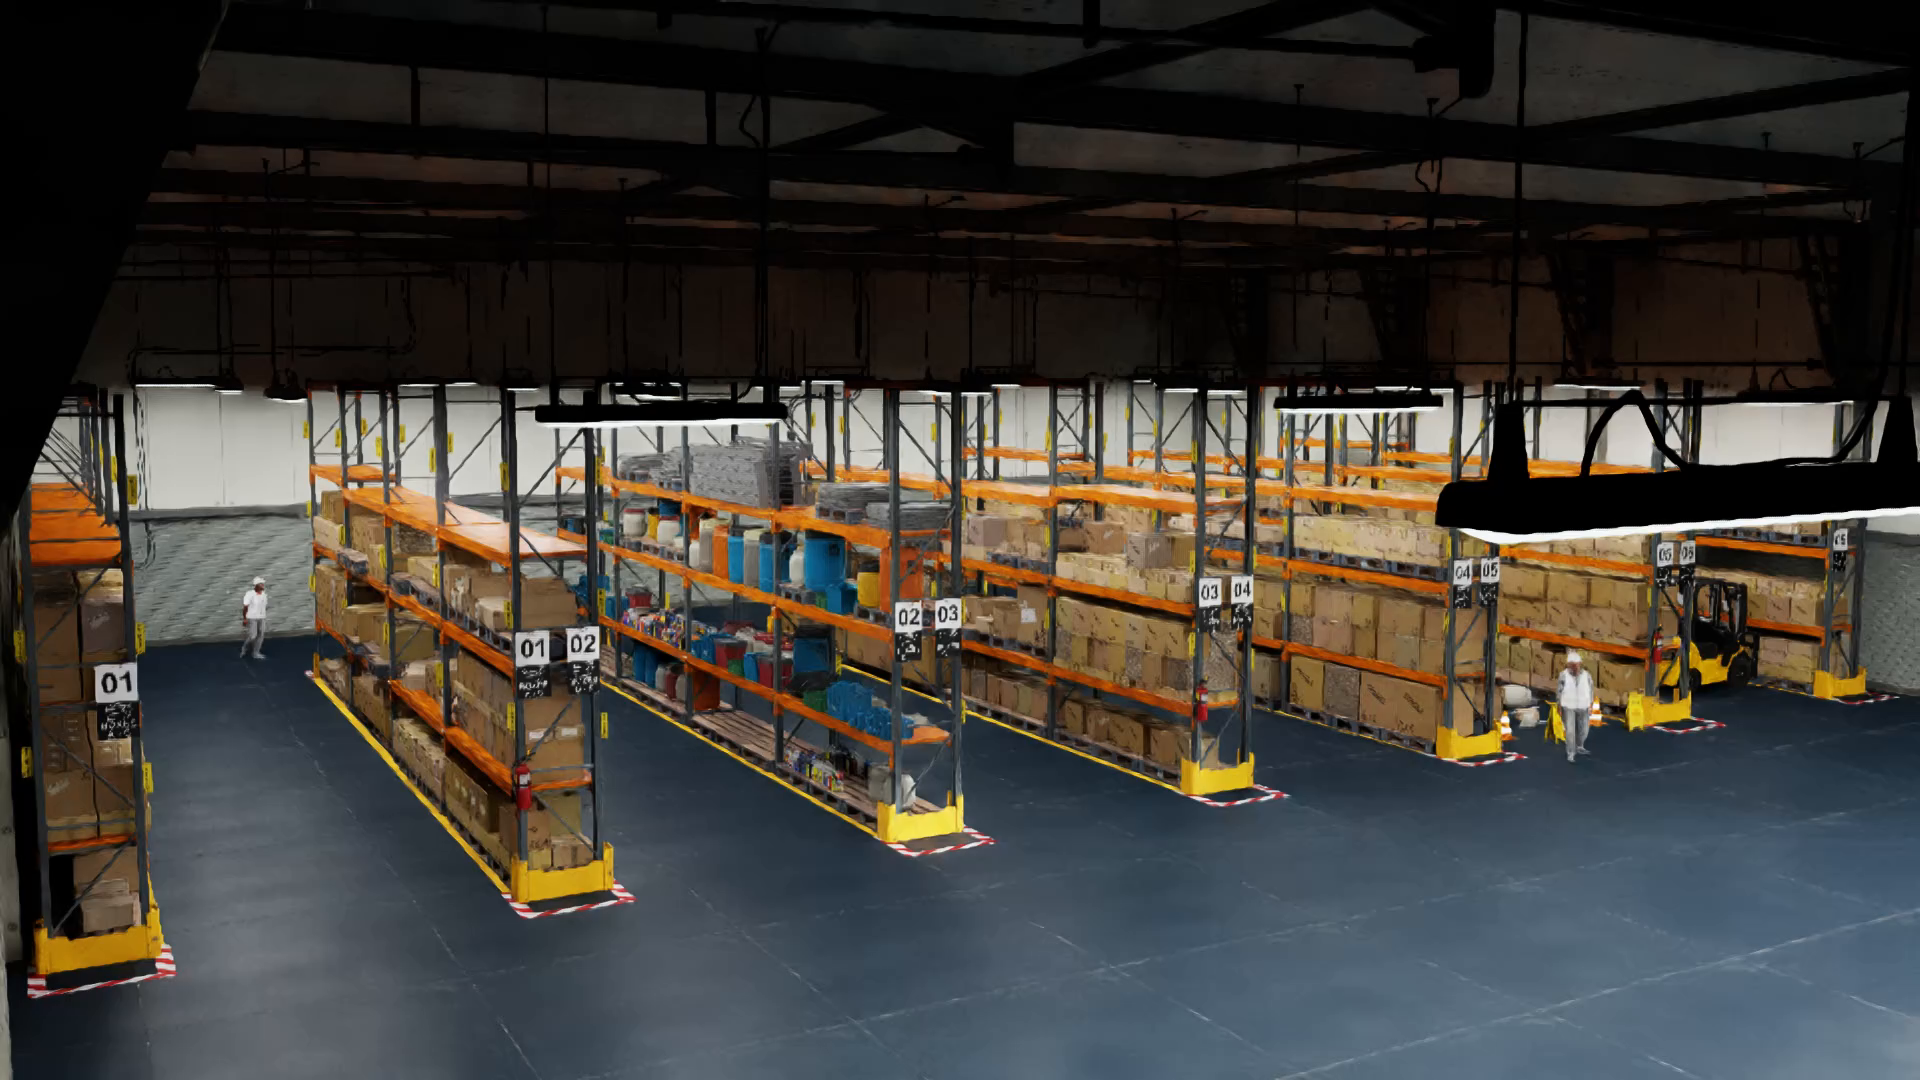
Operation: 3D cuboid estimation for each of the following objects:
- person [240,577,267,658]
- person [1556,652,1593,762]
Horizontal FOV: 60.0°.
[{"bbox_3d":[-15.154,1.669,35.696,0.576,1.756,0.613,3,7,25],"label":"person"},{"bbox_3d":[9.818,2.637,26.569,0.582,1.763,0.572,1,6,8],"label":"person"}]
